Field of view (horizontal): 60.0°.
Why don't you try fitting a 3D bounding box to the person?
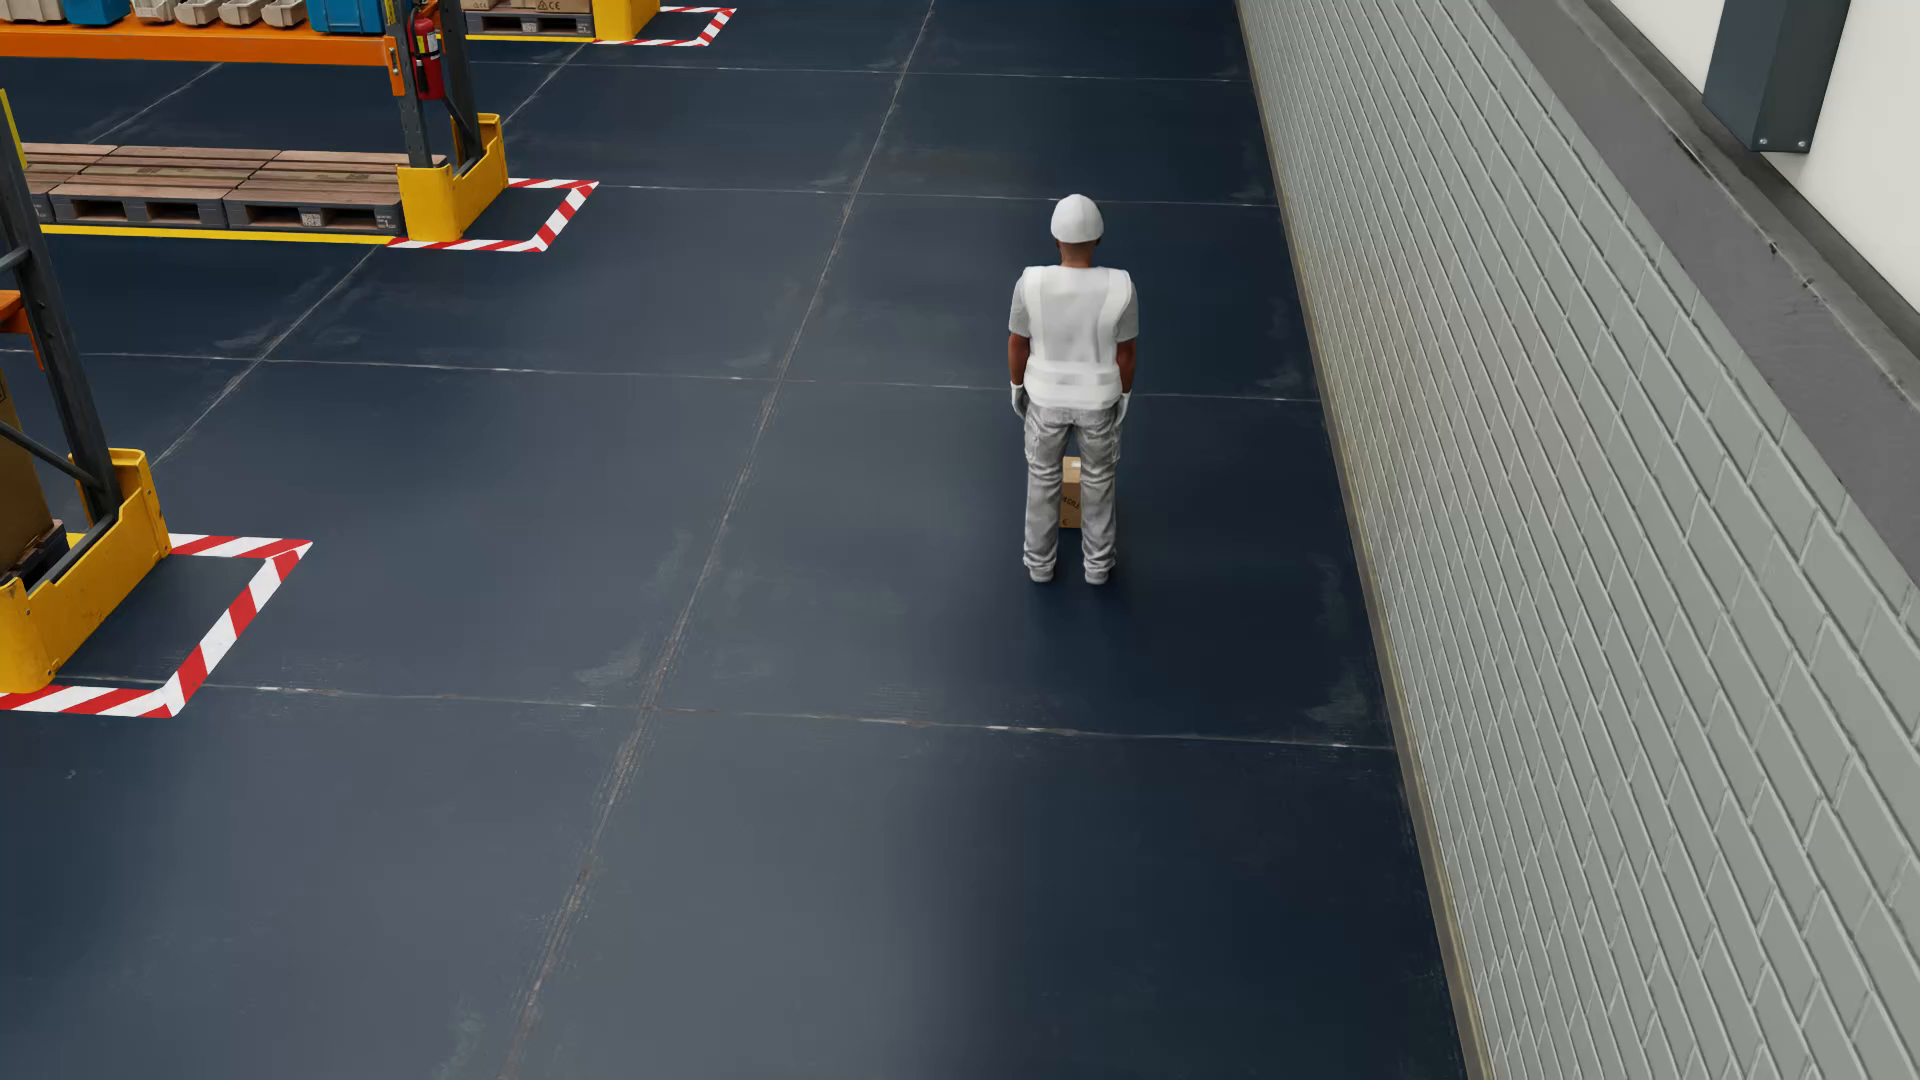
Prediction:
[{"bbox_3d":[0.473,-0.623,7.128,0.546,1.780,0.357,3,32,5],"label":"person"}]
